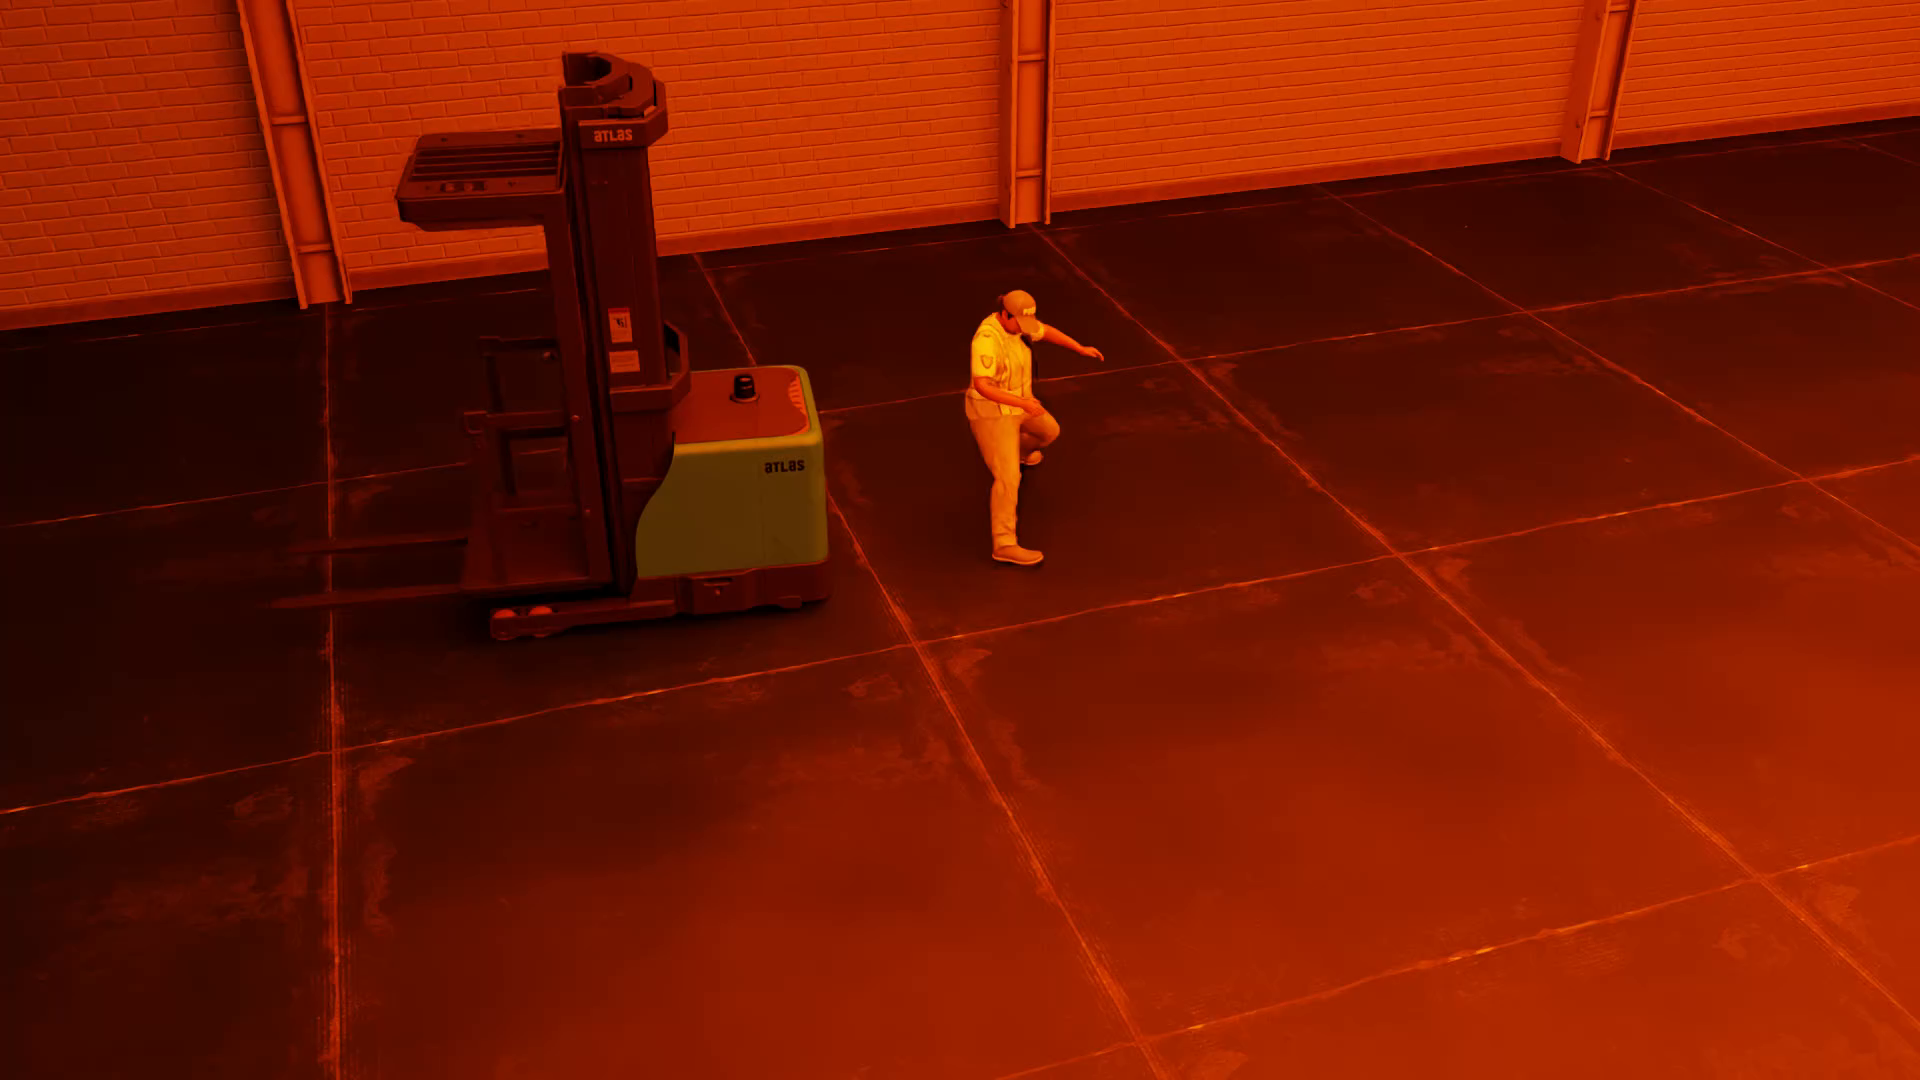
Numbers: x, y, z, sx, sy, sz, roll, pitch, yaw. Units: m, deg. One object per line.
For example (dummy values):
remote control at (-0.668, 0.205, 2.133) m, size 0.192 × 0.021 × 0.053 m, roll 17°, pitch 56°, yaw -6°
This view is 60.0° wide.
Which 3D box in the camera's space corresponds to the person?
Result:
person at (0.407, -0.814, 9.971) m, size 0.789 × 1.461 × 1.285 m, roll 17°, pitch 34°, yaw 27°

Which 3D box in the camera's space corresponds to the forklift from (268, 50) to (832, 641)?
forklift at (-2.287, -1.006, 8.835) m, size 3.031 × 2.935 × 1.130 m, roll -5°, pitch 30°, yaw -9°
